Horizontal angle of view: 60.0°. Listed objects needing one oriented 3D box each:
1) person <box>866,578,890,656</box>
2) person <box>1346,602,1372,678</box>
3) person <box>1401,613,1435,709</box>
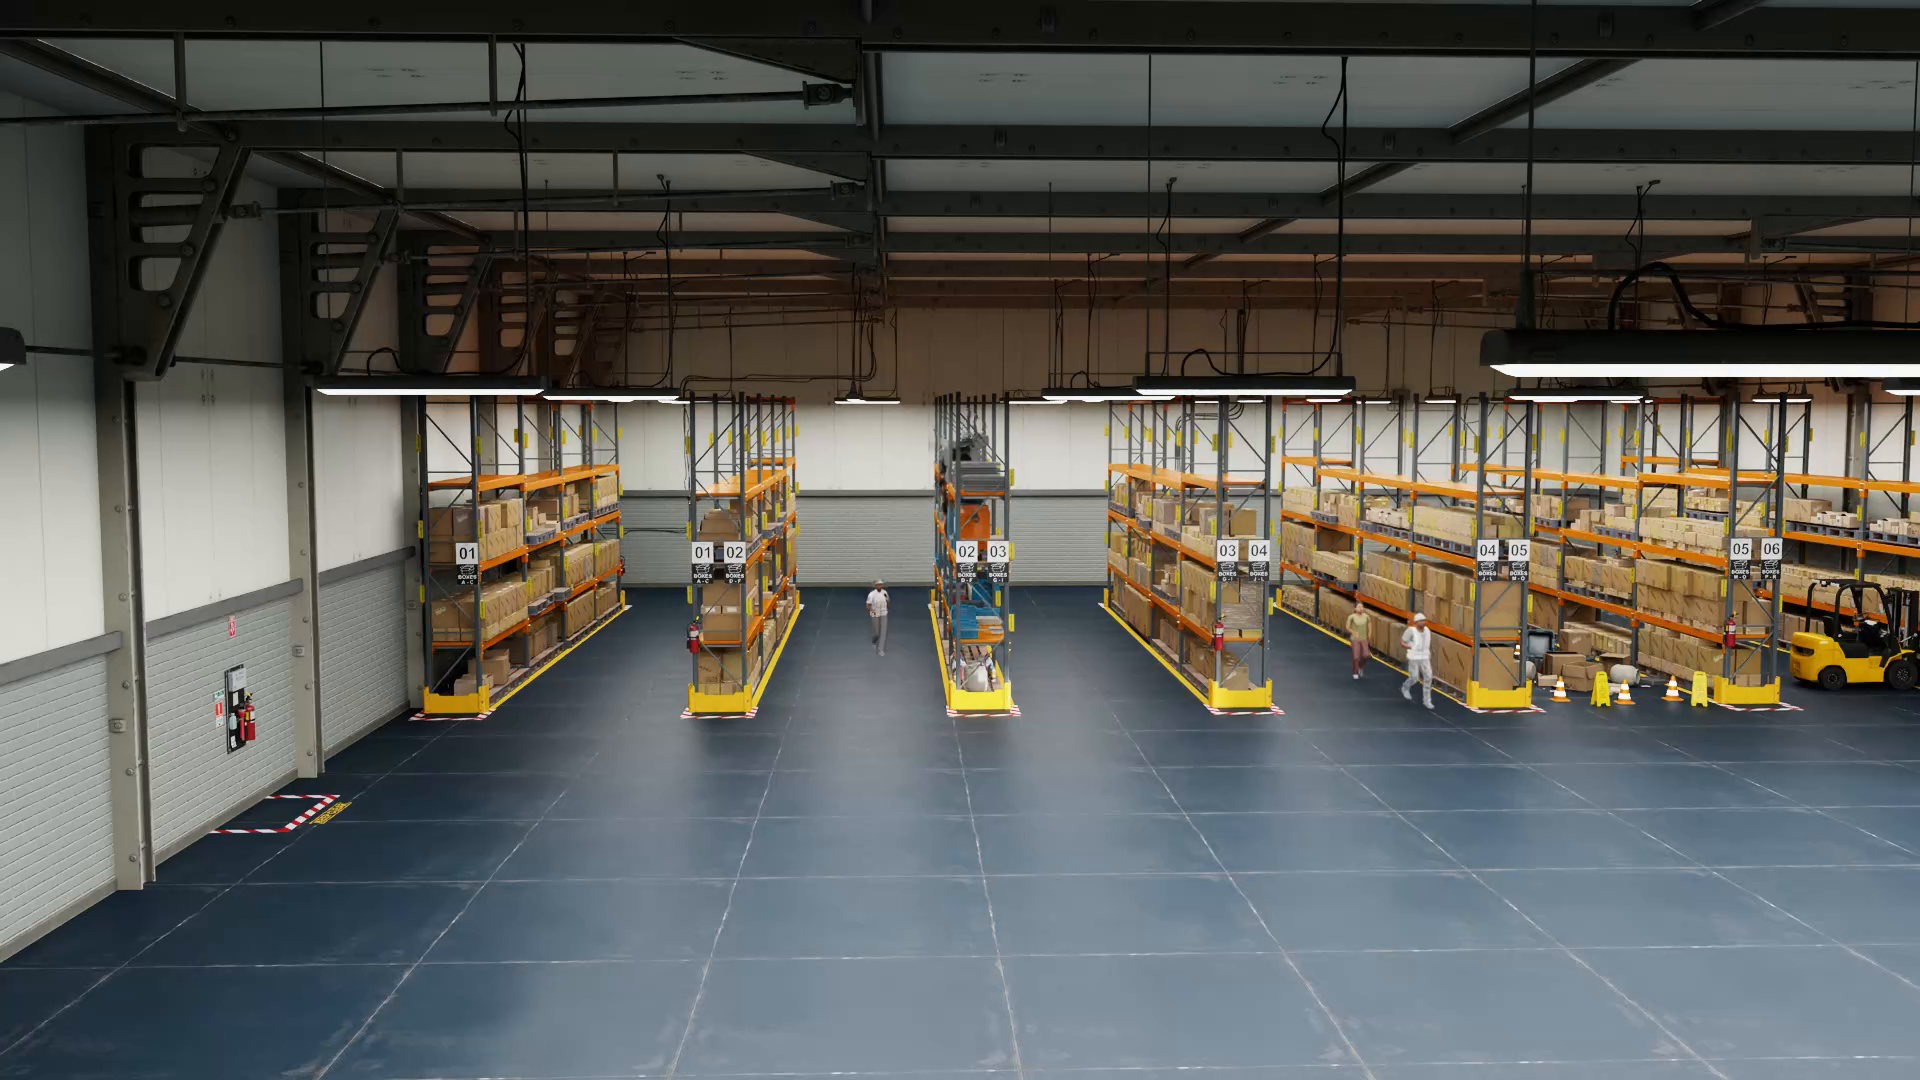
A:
[{"bbox_3d":[-1.769,1.677,36.544,0.579,1.695,0.685,-2,5,-19],"label":"person"},{"bbox_3d":[8.406,2.105,34.929,0.606,1.630,0.544,0,5,-6],"label":"person"},{"bbox_3d":[8.757,2.286,31.856,0.696,1.785,0.940,-1,5,-16],"label":"person"}]
